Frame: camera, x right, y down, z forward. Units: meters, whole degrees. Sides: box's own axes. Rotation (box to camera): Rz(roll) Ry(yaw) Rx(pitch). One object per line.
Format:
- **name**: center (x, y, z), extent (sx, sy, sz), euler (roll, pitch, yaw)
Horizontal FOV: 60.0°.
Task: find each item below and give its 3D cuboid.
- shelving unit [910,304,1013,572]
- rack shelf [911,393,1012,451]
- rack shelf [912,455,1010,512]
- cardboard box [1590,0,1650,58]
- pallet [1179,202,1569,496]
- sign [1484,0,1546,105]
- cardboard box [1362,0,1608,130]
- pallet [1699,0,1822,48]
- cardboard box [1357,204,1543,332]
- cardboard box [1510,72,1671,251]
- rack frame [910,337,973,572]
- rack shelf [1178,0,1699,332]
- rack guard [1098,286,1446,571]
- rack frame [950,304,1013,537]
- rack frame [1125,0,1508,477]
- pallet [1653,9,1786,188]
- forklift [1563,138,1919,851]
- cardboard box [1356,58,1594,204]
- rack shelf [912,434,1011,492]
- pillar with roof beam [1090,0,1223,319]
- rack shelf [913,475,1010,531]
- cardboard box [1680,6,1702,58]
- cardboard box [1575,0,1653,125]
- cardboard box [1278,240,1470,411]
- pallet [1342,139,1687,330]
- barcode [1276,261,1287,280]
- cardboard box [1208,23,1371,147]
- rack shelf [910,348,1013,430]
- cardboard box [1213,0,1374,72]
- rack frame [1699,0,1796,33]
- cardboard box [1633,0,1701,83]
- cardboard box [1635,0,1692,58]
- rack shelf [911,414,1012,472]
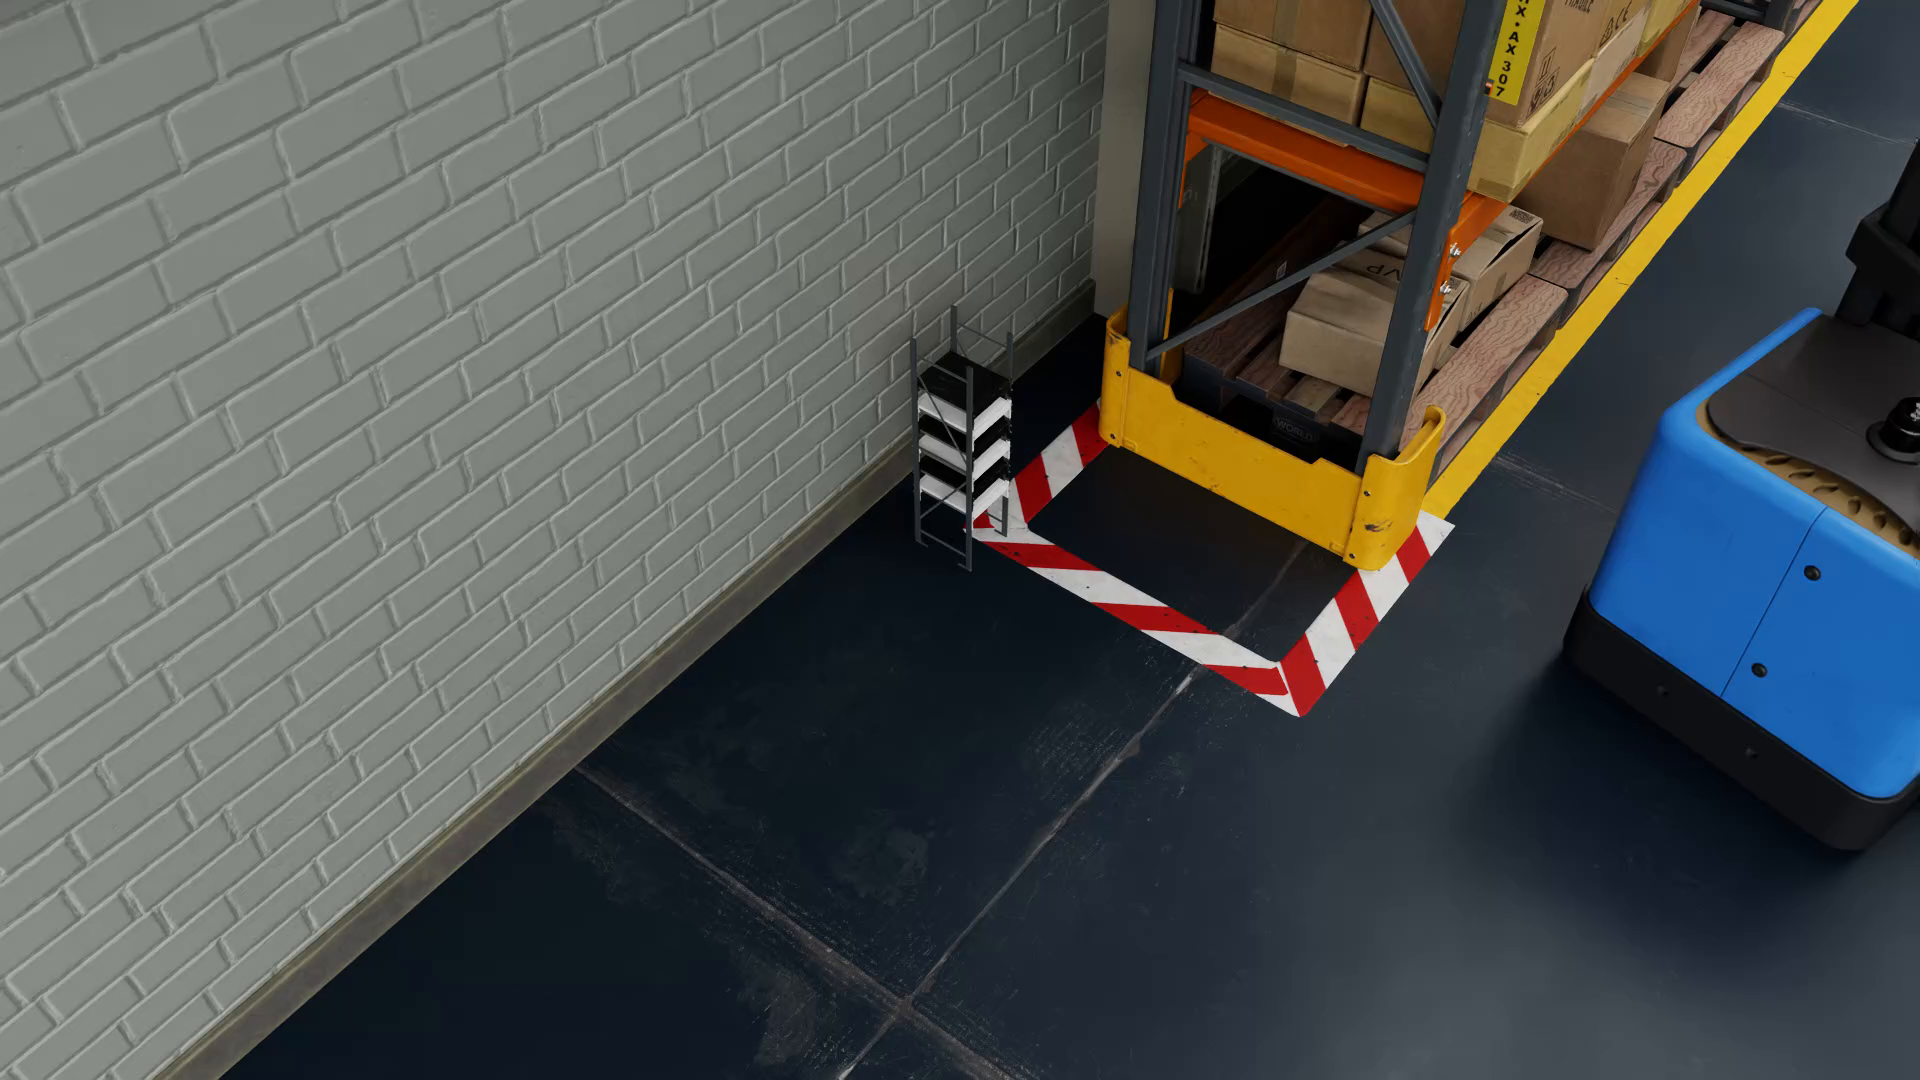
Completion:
- **shelving unit**: center (0.005, -0.315, 5.429), extent (0.258, 0.900, 0.210), euler (29, 53, 25)
- **rack shelf**: center (0.005, -0.417, 5.323), extent (0.258, 0.077, 0.200), euler (29, 53, 25)
- **rack shelf**: center (0.005, -0.230, 5.518), extent (0.258, 0.077, 0.200), euler (29, 53, 25)
- **cardboard box**: center (1.843, -1.858, 5.021), extent (0.500, 0.500, 0.500), euler (29, 53, 25)
- **pallet**: center (1.575, -0.754, 6.325), extent (1.003, 0.211, 1.213), euler (29, 53, 25)
- **sign**: center (1.433, -1.284, 4.304), extent (0.100, 0.325, 0.005), euler (29, 53, 25)
- **cardboard box**: center (1.533, -1.579, 4.755), extent (0.500, 0.500, 0.500), euler (29, 53, 25)
- **pallet**: center (3.924, -2.997, 8.467), extent (1.003, 0.211, 1.213), euler (29, 53, 25)
- **cardboard box**: center (1.846, -1.130, 6.311), extent (0.500, 0.311, 0.500), euler (34, 55, 28)
- **cardboard box**: center (2.334, -1.593, 6.622), extent (0.700, 0.500, 0.500), euler (26, 52, 23)
- **rack frame**: center (-0.057, -0.257, 5.373), extent (0.240, 0.900, 0.006), euler (29, 53, 25)
- **rack shelf**: center (2.226, -2.121, 6.199), extent (1.077, 0.370, 4.000), euler (29, 53, 25)
- **rack guard**: center (1.050, -0.405, 5.791), extent (1.175, 0.500, 0.348), euler (29, 53, 25)
- **rack frame**: center (0.067, -0.374, 5.484), extent (0.240, 0.900, 0.006), euler (29, 53, 25)
- **rack frame**: center (1.003, -1.225, 4.846), extent (1.000, 3.000, 0.127), euler (29, 53, 25)
- **pallet**: center (3.066, -2.151, 7.658), extent (1.003, 0.211, 1.213), euler (29, 53, 25)
- **forklift**: center (3.388, -1.024, 4.702), extent (3.031, 2.935, 1.130), euler (-31, 54, -26)
- **cardboard box**: center (1.553, -1.319, 5.025), extent (0.500, 0.250, 0.500), euler (28, 52, 24)
- **rack shelf**: center (0.005, -0.292, 5.453), extent (0.258, 0.077, 0.200), euler (29, 53, 25)
- **pillar with roof beam**: center (4.154, -2.177, 1.606), extent (9.100, 9.000, 0.400), euler (29, 53, 25)
- **rack shelf**: center (0.005, -0.168, 5.583), extent (0.258, 0.077, 0.200), euler (29, 53, 25)
- **cardboard box**: center (3.146, -2.368, 7.592), extent (0.380, 0.166, 0.250), euler (23, 50, 20)
- **cardboard box**: center (1.859, -1.622, 5.315), extent (0.500, 0.250, 0.500), euler (28, 52, 24)
- **cardboard box**: center (1.498, -0.804, 5.999), extent (0.500, 0.311, 0.500), euler (24, 51, 21)
- **pallet**: center (2.321, -1.449, 6.989), extent (1.003, 0.211, 1.213), euler (29, 53, 25)
- **barcode**: center (1.192, -0.994, 6.174), extent (0.001, 0.075, 0.075), euler (29, 53, 25)
- **cardboard box**: center (1.136, -1.533, 5.230), extent (0.500, 0.250, 0.500), euler (30, 53, 25)
- **rack shelf**: center (0.005, -0.479, 5.258), extent (0.258, 0.077, 0.200), euler (29, 53, 25)
- **cardboard box**: center (1.123, -1.803, 4.969), extent (0.500, 0.500, 0.500), euler (29, 53, 25)
- **rack frame**: center (3.449, -3.514, 7.032), extent (1.000, 3.000, 0.127), euler (29, 53, 25)
- **cardboard box**: center (2.846, -2.191, 7.193), extent (0.500, 0.500, 0.500), euler (25, 51, 22)
- **cardboard box**: center (2.175, -1.911, 5.591), extent (0.500, 0.250, 0.500), euler (28, 53, 24)
- **rack shelf**: center (0.005, -0.355, 5.388), extent (0.258, 0.077, 0.200), euler (29, 53, 25)
